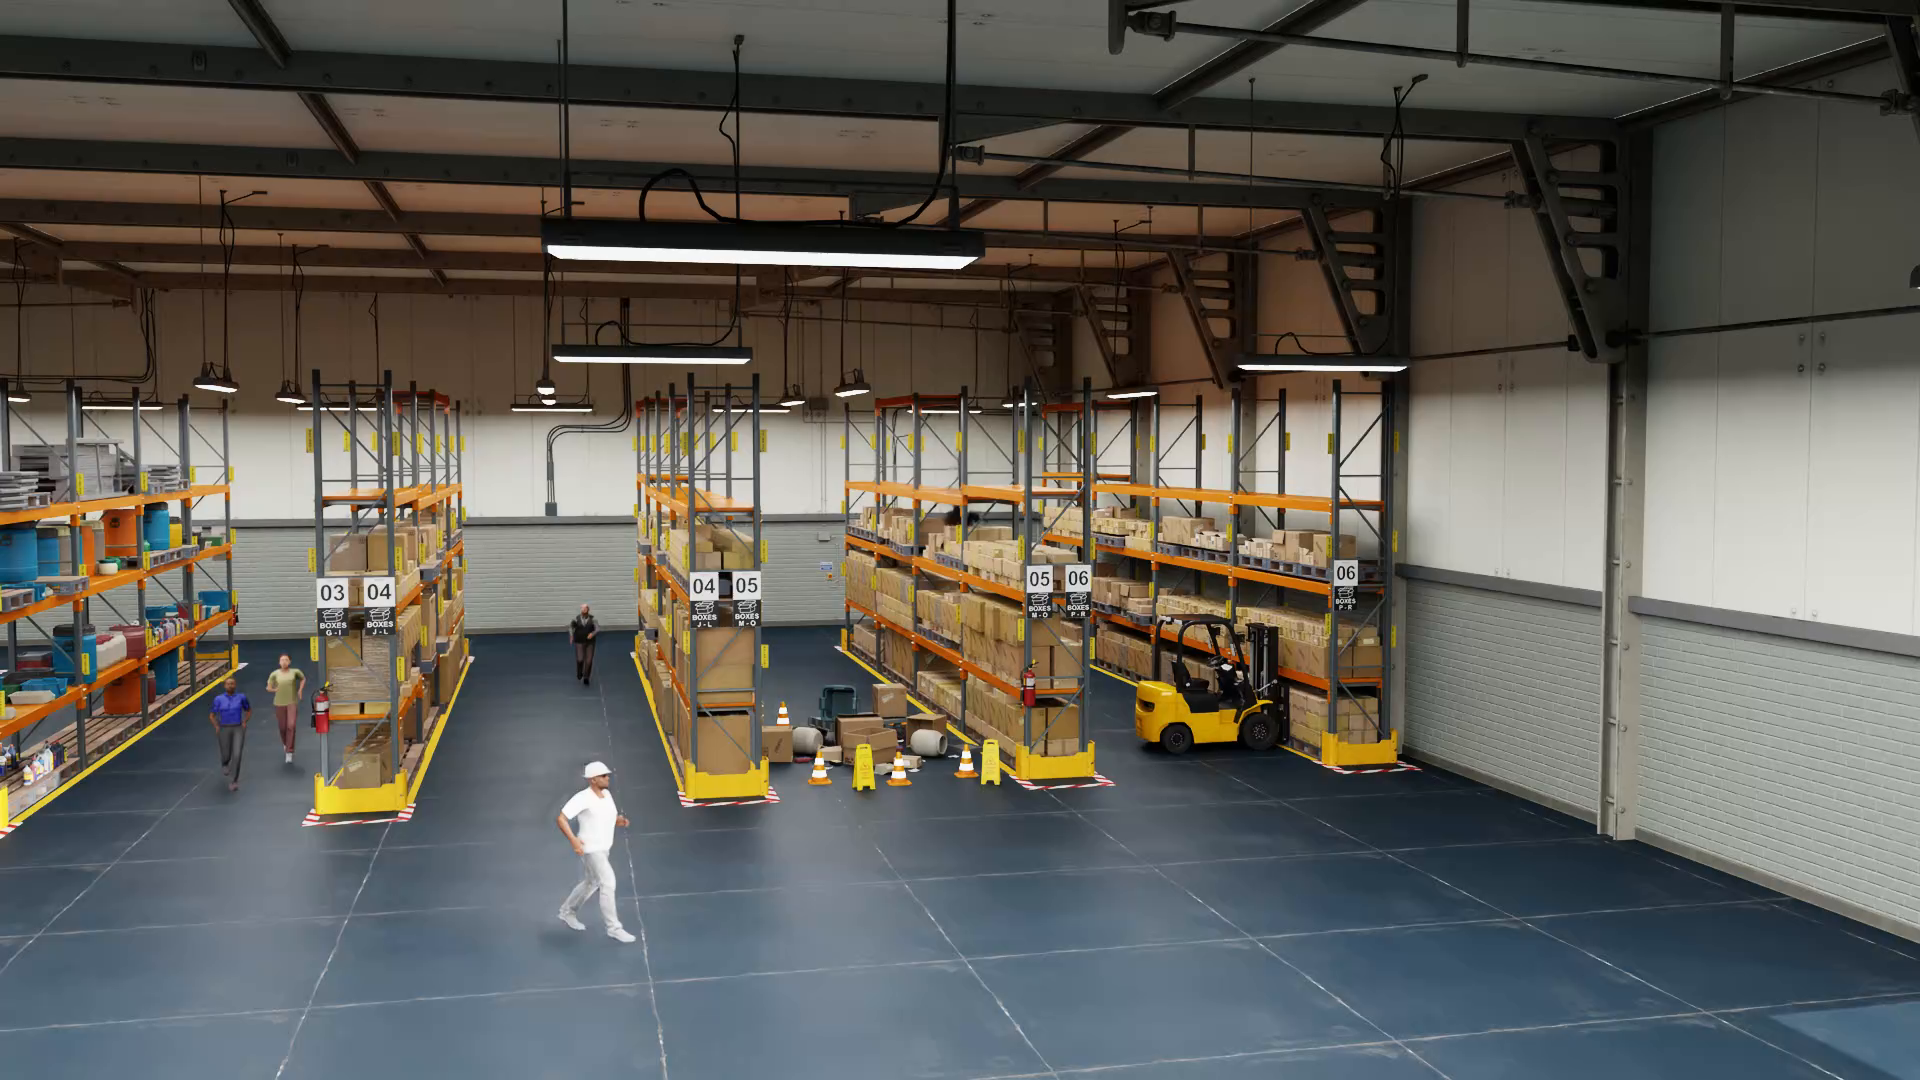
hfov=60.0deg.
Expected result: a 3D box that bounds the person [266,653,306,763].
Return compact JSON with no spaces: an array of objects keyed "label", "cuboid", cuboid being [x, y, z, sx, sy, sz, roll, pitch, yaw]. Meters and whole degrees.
[{"label":"person","cuboid":[-10.676,2.624,26.332,0.574,1.668,0.951,-1,3,-18]}]

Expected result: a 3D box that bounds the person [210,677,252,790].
[{"label":"person","cuboid":[-10.633,2.801,24.278,0.578,1.625,0.669,-2,4,-27]}]

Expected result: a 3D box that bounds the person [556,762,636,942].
[{"label":"person","cuboid":[-3.673,3.122,16.796,0.896,1.776,0.707,1,3,12]}]

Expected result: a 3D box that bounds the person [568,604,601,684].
[{"label":"person","cuboid":[-7.808,2.166,34.582,0.657,1.679,0.575,-1,3,-12]}]
